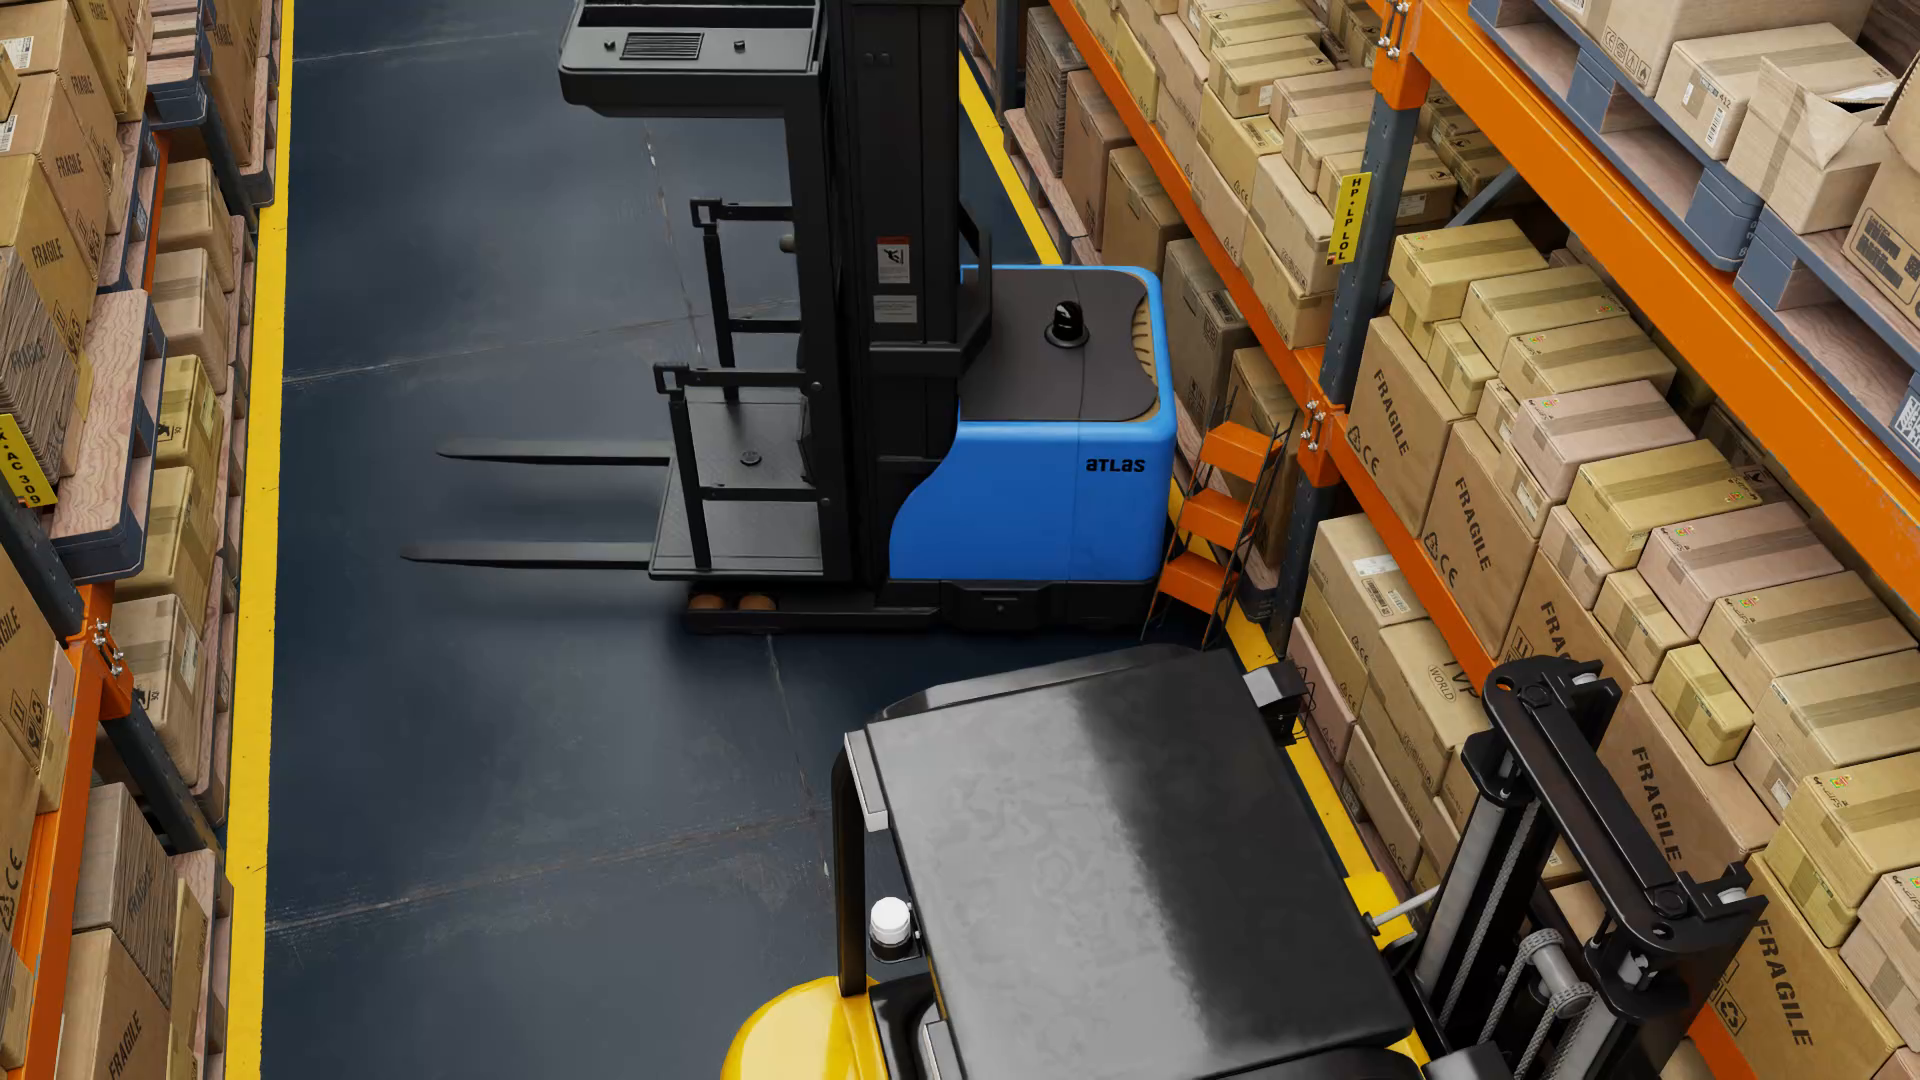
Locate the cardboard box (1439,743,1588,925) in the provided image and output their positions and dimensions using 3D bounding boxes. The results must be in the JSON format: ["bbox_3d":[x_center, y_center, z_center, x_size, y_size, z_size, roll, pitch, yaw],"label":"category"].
[{"bbox_3d":[1.799,0.840,5.008,0.500,0.250,0.500,-9,46,-9],"label":"cardboard box"}]

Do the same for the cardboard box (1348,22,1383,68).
[{"bbox_3d":[1.669,-1.797,6.137,0.380,0.149,0.250,-11,47,-11],"label":"cardboard box"}]

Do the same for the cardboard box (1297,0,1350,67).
[{"bbox_3d":[1.597,-1.938,6.554,0.500,0.250,0.500,-12,47,-11],"label":"cardboard box"}]

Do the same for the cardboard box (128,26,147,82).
[{"bbox_3d":[-3.488,-1.927,6.671,0.380,0.149,0.250,-13,47,-12],"label":"cardboard box"}]

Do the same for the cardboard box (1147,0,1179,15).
[{"bbox_3d":[0.918,-2.216,6.548,0.380,0.149,0.250,-12,47,-11],"label":"cardboard box"}]

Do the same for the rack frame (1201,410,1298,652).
[{"bbox_3d":[1.073,0.008,6.250,0.008,1.050,0.200,26,29,23],"label":"rack frame"}]

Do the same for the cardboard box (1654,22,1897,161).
[{"bbox_3d":[1.737,-0.961,3.554,0.380,0.149,0.250,-9,46,-9],"label":"cardboard box"}]

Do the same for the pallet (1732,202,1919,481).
[{"bbox_3d":[2.271,-0.307,3.163,1.003,0.211,1.213,-11,47,-10],"label":"pallet"}]

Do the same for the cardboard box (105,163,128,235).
[{"bbox_3d":[-3.222,-1.206,5.964,0.380,0.149,0.250,-9,46,-9],"label":"cardboard box"}]

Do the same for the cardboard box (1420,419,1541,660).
[{"bbox_3d":[1.729,-0.037,4.867,0.500,0.500,0.500,-10,46,-10],"label":"cardboard box"}]

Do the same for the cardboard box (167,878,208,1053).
[{"bbox_3d":[-2.668,1.372,5.187,0.500,0.250,0.500,-9,46,-9],"label":"cardboard box"}]

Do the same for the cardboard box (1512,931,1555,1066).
[{"bbox_3d":[1.921,1.364,4.845,0.500,0.250,0.500,-11,47,-10],"label":"cardboard box"}]

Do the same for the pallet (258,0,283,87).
[{"bbox_3d":[-4.541,-2.987,9.780,1.003,0.211,1.213,-11,47,-10],"label":"pallet"}]

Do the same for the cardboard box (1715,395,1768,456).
[{"bbox_3d":[2.322,-0.391,4.552,0.380,0.149,0.250,-12,47,-11],"label":"cardboard box"}]

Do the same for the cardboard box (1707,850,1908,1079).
[{"bbox_3d":[2.107,1.009,3.842,0.500,0.500,0.500,-12,47,-11],"label":"cardboard box"}]

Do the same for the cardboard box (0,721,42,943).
[{"bbox_3d":[-2.586,0.674,3.962,0.500,0.500,0.500,-9,46,-9],"label":"cardboard box"}]

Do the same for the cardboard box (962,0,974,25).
[{"bbox_3d":[0.260,-3.347,9.636,0.500,0.500,0.500,-11,47,-11],"label":"cardboard box"}]

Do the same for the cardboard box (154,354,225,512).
[{"bbox_3d":[-3.582,-0.367,6.806,0.950,0.372,0.625,-9,46,-9],"label":"cardboard box"}]

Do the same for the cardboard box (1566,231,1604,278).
[{"bbox_3d":[2.092,-0.914,5.064,0.380,0.149,0.250,-11,47,-10],"label":"cardboard box"}]

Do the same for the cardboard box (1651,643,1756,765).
[{"bbox_3d":[1.922,0.365,4.019,0.380,0.149,0.250,-12,47,-11],"label":"cardboard box"}]

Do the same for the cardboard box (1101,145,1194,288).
[{"bbox_3d":[1.188,-1.443,7.683,0.875,0.625,0.625,-12,47,-12],"label":"cardboard box"}]

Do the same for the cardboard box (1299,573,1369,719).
[{"bbox_3d":[1.544,0.318,5.870,0.500,0.250,0.500,-11,47,-11],"label":"cardboard box"}]

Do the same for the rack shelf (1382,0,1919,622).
[{"bbox_3d":[2.231,-0.130,3.431,1.077,0.370,4.000,-11,47,-10],"label":"rack shelf"}]

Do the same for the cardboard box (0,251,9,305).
[{"bbox_3d":[-2.857,-0.705,4.565,0.380,0.149,0.250,-11,47,-10],"label":"cardboard box"}]

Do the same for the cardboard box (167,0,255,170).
[{"bbox_3d":[-4.199,-2.460,8.505,0.875,0.875,0.875,-11,47,-11],"label":"cardboard box"}]

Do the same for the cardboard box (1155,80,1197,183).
[{"bbox_3d":[1.105,-1.655,6.627,0.500,0.250,0.500,-10,47,-10],"label":"cardboard box"}]

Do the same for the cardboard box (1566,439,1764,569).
[{"bbox_3d":[1.801,-0.095,4.262,0.380,0.149,0.250,-11,47,-11],"label":"cardboard box"}]

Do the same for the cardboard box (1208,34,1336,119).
[{"bbox_3d":[1.126,-1.681,6.024,0.380,0.149,0.250,-12,47,-12],"label":"cardboard box"}]

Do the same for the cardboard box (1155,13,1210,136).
[{"bbox_3d":[1.082,-1.835,6.454,0.500,0.250,0.500,-10,46,-10],"label":"cardboard box"}]

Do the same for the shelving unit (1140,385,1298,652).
[{"bbox_3d":[0.971,-0.041,6.297,0.252,1.050,0.215,26,29,23],"label":"shelving unit"}]

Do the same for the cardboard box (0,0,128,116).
[{"bbox_3d":[-3.444,-1.884,6.175,0.500,0.500,0.500,-14,47,-13],"label":"cardboard box"}]

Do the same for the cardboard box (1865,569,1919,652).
[{"bbox_3d":[2.424,0.157,4.014,0.380,0.149,0.250,-9,46,-9],"label":"cardboard box"}]

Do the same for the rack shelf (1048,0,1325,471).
[{"bbox_3d":[1.207,-1.842,7.209,1.077,0.370,4.000,-11,47,-10],"label":"rack shelf"}]

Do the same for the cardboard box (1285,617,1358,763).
[{"bbox_3d":[1.522,0.497,6.044,0.500,0.250,0.500,-10,46,-10],"label":"cardboard box"}]

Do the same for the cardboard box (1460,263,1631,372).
[{"bbox_3d":[1.685,-0.644,4.799,0.380,0.149,0.250,-10,46,-10],"label":"cardboard box"}]

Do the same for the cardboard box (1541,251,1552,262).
[{"bbox_3d":[1.855,-1.054,6.038,0.500,0.250,0.500,-10,46,-10],"label":"cardboard box"}]

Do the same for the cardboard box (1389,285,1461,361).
[{"bbox_3d":[1.546,-0.707,5.069,0.380,0.149,0.250,-11,47,-11],"label":"cardboard box"}]

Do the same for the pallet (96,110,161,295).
[{"bbox_3d":[-3.556,-1.138,6.150,1.003,0.211,1.213,-11,47,-10],"label":"pallet"}]

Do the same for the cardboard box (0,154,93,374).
[{"bbox_3d":[-3.050,-0.811,5.123,0.500,0.500,0.500,-11,47,-10],"label":"cardboard box"}]

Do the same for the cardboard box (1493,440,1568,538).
[{"bbox_3d":[1.699,-0.169,4.542,0.380,0.149,0.250,-10,46,-9],"label":"cardboard box"}]

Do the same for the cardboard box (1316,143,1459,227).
[{"bbox_3d":[1.416,-1.170,5.523,0.380,0.149,0.250,-9,46,-9],"label":"cardboard box"}]

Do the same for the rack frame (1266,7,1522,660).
[{"bbox_3d":[1.719,-0.713,5.599,1.000,3.000,0.127,-11,47,-10],"label":"rack frame"}]

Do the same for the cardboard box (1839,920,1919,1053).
[{"bbox_3d":[2.115,0.888,3.506,0.380,0.149,0.250,-12,47,-12],"label":"cardboard box"}]

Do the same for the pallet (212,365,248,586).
[{"bbox_3d":[-3.595,-0.208,7.057,1.003,0.211,1.213,-11,47,-10],"label":"pallet"}]

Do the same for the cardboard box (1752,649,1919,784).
[{"bbox_3d":[2.049,0.416,3.760,0.380,0.149,0.250,-10,46,-10],"label":"cardboard box"}]

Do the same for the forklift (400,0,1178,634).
[{"bbox_3d":[-0.716,-1.028,5.956,3.031,2.935,1.130,1,46,1],"label":"forklift"}]

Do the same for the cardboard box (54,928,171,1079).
[{"bbox_3d":[-2.536,1.461,4.575,0.500,0.500,0.500,-10,46,-10],"label":"cardboard box"}]

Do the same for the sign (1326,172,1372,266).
[{"bbox_3d":[1.197,-0.984,5.110,0.100,0.325,0.005,-11,47,-10],"label":"sign"}]

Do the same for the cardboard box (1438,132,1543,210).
[{"bbox_3d":[1.836,-1.257,5.608,0.380,0.149,0.250,-12,47,-11],"label":"cardboard box"}]

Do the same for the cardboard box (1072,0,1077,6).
[{"bbox_3d":[0.696,-2.723,7.674,0.500,0.250,0.500,-12,47,-11],"label":"cardboard box"}]

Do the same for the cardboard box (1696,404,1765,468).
[{"bbox_3d":[2.310,-0.277,4.648,0.380,0.149,0.250,-10,47,-10],"label":"cardboard box"}]

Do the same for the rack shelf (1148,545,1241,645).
[{"bbox_3d":[0.909,0.210,6.425,0.240,0.259,0.215,26,29,23],"label":"rack shelf"}]

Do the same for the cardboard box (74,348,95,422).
[{"bbox_3d":[-2.970,-0.475,5.248,0.380,0.149,0.250,-10,46,-9],"label":"cardboard box"}]

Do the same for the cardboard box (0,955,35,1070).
[{"bbox_3d":[-2.439,1.152,3.947,0.380,0.149,0.250,-11,47,-11],"label":"cardboard box"}]

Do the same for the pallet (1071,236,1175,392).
[{"bbox_3d":[1.176,-1.082,7.913,1.003,0.211,1.213,-11,47,-10],"label":"pallet"}]
